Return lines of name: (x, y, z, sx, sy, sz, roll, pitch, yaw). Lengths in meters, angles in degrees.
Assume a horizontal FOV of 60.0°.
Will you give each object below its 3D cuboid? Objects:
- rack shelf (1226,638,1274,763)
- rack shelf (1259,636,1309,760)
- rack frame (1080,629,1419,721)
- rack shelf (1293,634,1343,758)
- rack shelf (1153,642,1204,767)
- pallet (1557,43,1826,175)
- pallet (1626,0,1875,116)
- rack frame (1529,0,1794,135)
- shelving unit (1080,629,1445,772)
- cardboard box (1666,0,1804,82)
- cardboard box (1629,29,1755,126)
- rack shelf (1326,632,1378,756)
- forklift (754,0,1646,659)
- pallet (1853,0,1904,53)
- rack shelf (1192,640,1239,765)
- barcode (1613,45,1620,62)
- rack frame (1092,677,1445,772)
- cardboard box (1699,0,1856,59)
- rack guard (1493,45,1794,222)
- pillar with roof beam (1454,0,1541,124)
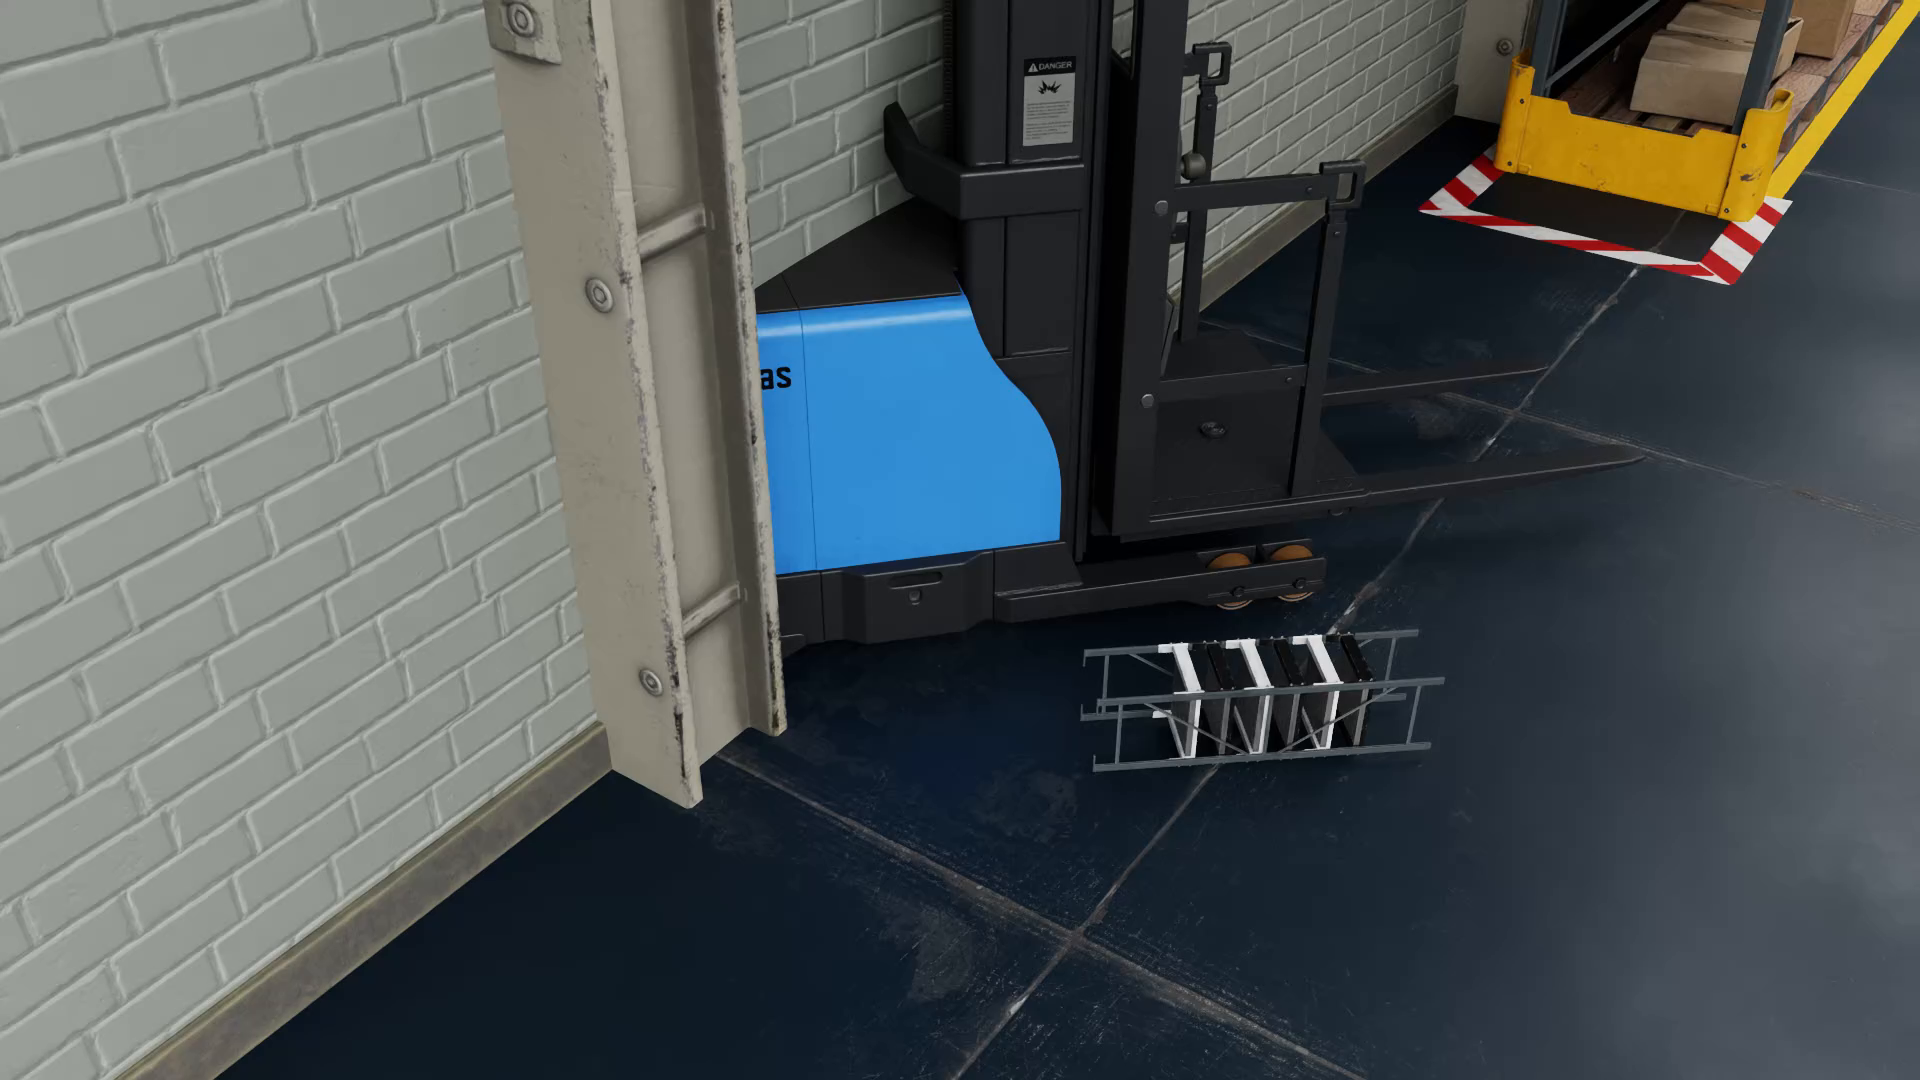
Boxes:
rack shelf: (0.748, 0.421, 4.365, 0.077, 0.258, 0.200, -3, 34, -5)
rack shelf: (0.838, 0.416, 4.373, 0.077, 0.258, 0.200, -3, 34, -5)
rack frame: (0.771, 0.362, 4.452, 0.900, 0.240, 0.006, -3, 34, -5)
rack shelf: (0.927, 0.411, 4.380, 0.077, 0.258, 0.200, -3, 34, -5)
rack shelf: (0.569, 0.431, 4.350, 0.077, 0.258, 0.200, -3, 34, -5)
pallet: (3.566, -2.102, 8.169, 1.003, 0.211, 1.213, 21, 39, 28)
pallet: (4.262, -2.661, 8.996, 1.003, 0.211, 1.213, 21, 39, 28)
rack frame: (3.030, -2.859, 6.800, 1.000, 3.000, 0.127, 21, 39, 28)
shelving unit: (0.782, 0.419, 4.368, 0.900, 0.258, 0.210, -3, 34, -5)
cardboard box: (3.824, -2.480, 8.247, 0.500, 0.311, 0.500, 25, 41, 32)
cardboard box: (3.499, -2.217, 7.859, 0.500, 0.311, 0.500, 17, 37, 23)
rack shelf: (1.017, 0.406, 4.387, 0.077, 0.258, 0.200, -3, 34, -5)
forklift: (0.613, -1.290, 4.541, 3.031, 2.935, 1.130, -7, 35, -10)
pallet: (4.957, -3.224, 9.830, 1.003, 0.211, 1.213, 21, 39, 28)
rack shelf: (0.659, 0.426, 4.358, 0.077, 0.258, 0.200, -3, 34, -5)
barcode: (3.180, -2.357, 8.057, 0.001, 0.075, 0.075, 21, 39, 28)
rack frame: (0.792, 0.476, 4.284, 0.900, 0.240, 0.006, -3, 34, -5)
cardboard box: (4.283, -2.880, 8.669, 0.700, 0.500, 0.500, 19, 38, 25)
rack guard: (3.074, -1.859, 7.552, 1.175, 0.500, 0.348, 21, 39, 28)
pillar with roof beam: (6.255, -4.568, 3.971, 9.100, 9.000, 0.400, 21, 39, 28)
